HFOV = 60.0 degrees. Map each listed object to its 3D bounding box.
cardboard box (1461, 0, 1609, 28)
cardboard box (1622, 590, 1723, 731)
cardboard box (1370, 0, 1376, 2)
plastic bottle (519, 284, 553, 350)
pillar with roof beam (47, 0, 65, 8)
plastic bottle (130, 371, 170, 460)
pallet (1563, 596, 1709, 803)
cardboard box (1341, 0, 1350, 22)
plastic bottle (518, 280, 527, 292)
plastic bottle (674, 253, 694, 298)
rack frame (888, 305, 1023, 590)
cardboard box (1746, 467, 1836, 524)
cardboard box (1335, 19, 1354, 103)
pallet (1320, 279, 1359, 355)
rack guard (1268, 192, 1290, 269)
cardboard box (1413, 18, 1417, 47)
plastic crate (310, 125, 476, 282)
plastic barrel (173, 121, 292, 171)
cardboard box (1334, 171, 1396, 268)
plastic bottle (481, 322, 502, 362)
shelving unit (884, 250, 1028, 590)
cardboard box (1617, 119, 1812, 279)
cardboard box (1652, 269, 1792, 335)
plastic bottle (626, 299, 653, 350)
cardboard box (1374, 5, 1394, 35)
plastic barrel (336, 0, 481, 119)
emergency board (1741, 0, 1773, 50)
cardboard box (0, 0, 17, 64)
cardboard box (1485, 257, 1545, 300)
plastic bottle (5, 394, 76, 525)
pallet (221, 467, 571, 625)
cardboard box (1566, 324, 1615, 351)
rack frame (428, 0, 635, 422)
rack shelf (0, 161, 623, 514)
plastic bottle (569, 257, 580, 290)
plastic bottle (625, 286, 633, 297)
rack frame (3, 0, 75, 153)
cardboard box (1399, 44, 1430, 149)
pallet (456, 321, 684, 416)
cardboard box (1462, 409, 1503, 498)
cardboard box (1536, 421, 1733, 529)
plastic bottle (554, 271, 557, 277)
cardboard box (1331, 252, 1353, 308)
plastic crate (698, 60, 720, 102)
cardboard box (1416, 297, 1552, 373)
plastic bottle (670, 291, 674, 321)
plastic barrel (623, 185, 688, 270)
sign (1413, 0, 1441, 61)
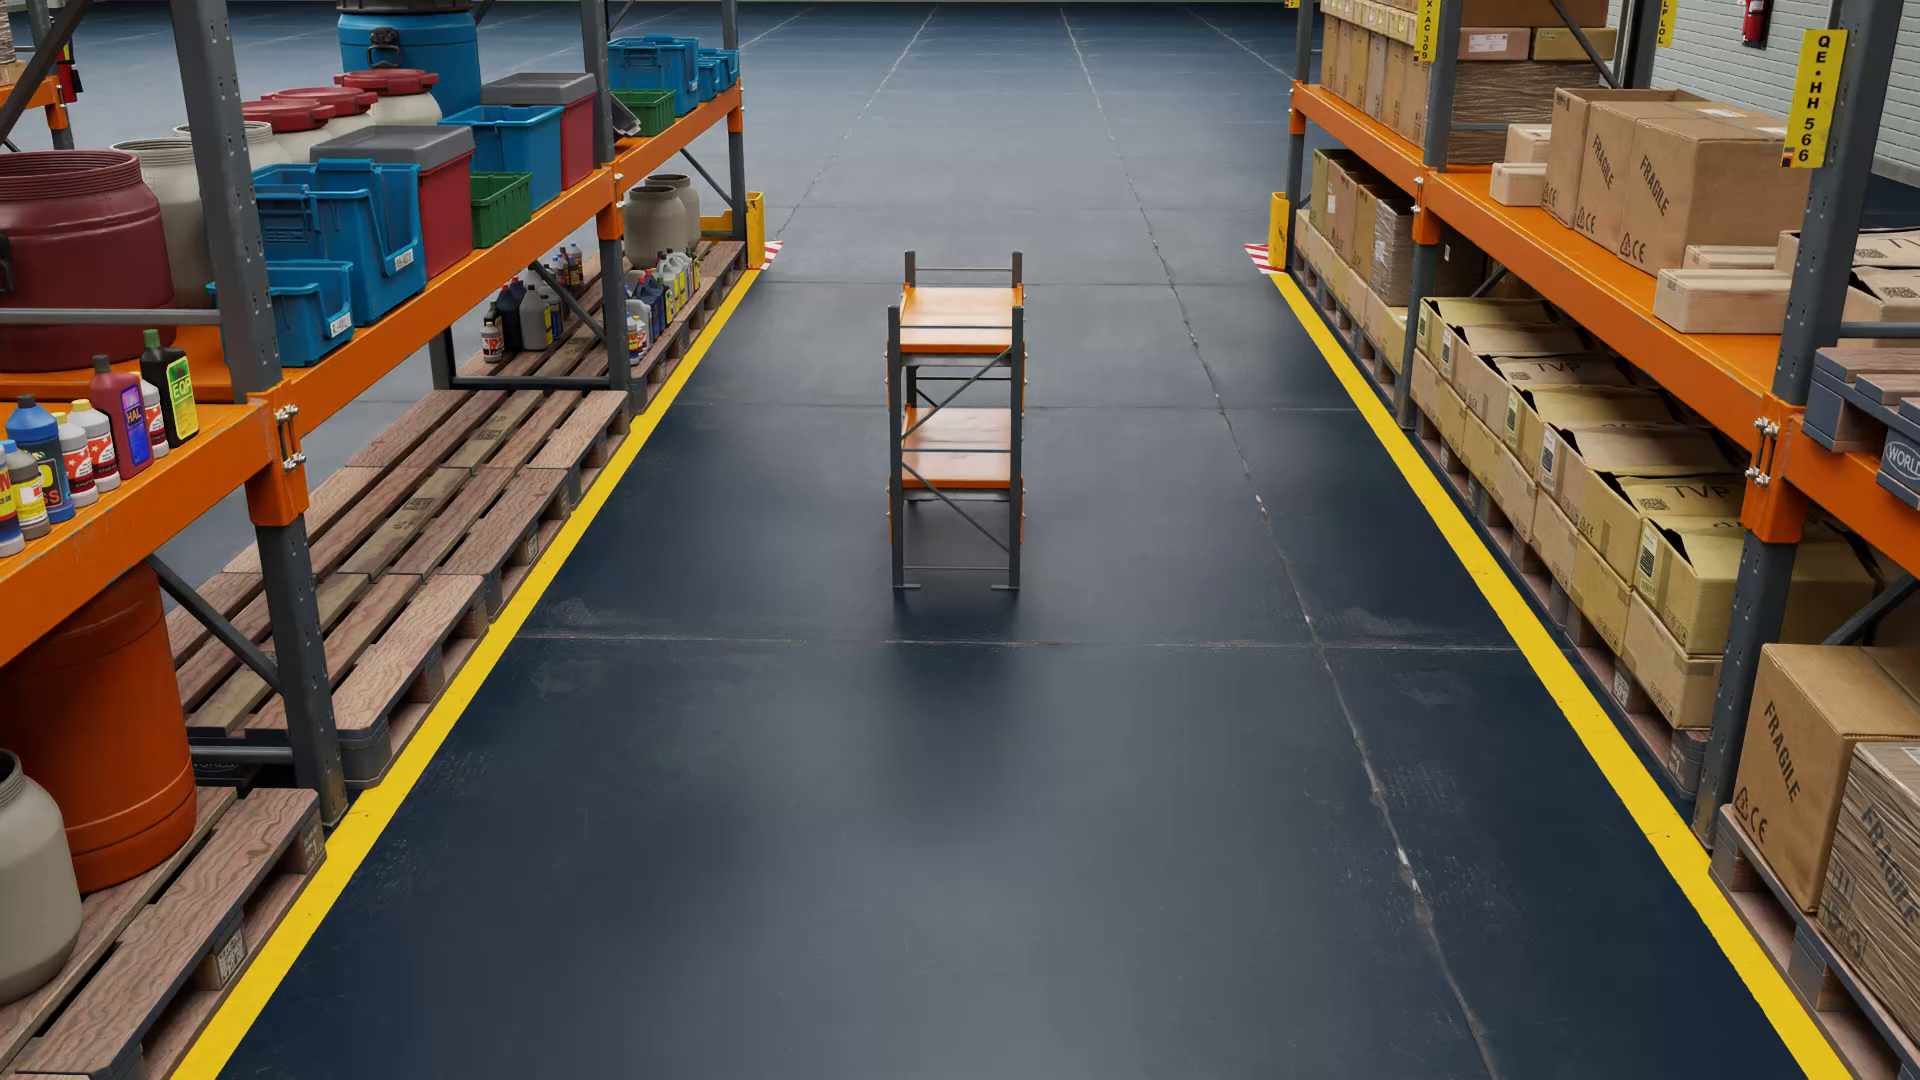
[{"bbox_3d":[2.756,-2.782,8.121,0.700,0.500,0.500,1,21,2],"label":"cardboard box"},{"bbox_3d":[2.399,0.369,5.152,0.500,0.250,0.500,1,21,3],"label":"cardboard box"},{"bbox_3d":[2.816,-3.508,9.991,0.700,0.500,0.500,1,21,2],"label":"cardboard box"},{"bbox_3d":[-2.327,-1.231,9.108,0.144,0.351,0.185,1,21,2],"label":"plastic bottle"},{"bbox_3d":[-17.605,-17.044,38.516,9.100,9.000,0.400,1,21,2],"label":"pillar with roof beam"},{"bbox_3d":[-1.932,-0.295,3.917,0.097,0.201,0.097,0,21,0],"label":"plastic bottle"},{"bbox_3d":[2.691,0.479,5.504,1.003,0.211,1.213,1,21,2],"label":"pallet"},{"bbox_3d":[2.619,-3.349,10.479,0.380,0.149,0.250,0,21,1],"label":"cardboard box"},{"bbox_3d":[-2.502,-1.330,9.456,0.061,0.283,0.133,2,21,5],"label":"plastic bottle"},{"bbox_3d":[-1.734,-1.648,10.287,0.152,0.276,0.135,1,21,2],"label":"plastic bottle"},{"bbox_3d":[-0.016,-0.338,6.345,0.500,1.125,0.032,1,21,2],"label":"rack frame"},{"bbox_3d":[2.944,-0.076,5.523,0.500,0.311,0.500,0,21,0],"label":"cardboard box"},{"bbox_3d":[2.832,-3.105,10.746,0.700,0.500,0.500,1,21,3],"label":"cardboard box"},{"bbox_3d":[2.849,-1.400,10.345,1.003,0.211,1.213,1,21,2],"label":"pallet"},{"bbox_3d":[2.871,-2.260,12.162,1.175,0.500,0.348,1,21,2],"label":"rack guard"},{"bbox_3d":[2.558,-2.604,8.559,0.380,0.149,0.250,0,21,0],"label":"cardboard box"},{"bbox_3d":[-1.969,-1.191,5.863,0.402,0.464,0.583,1,21,2],"label":"plastic crate"},{"bbox_3d":[-2.494,-1.159,5.714,0.421,0.512,0.421,0,21,0],"label":"plastic barrel"},{"bbox_3d":[2.583,-1.946,10.083,0.500,0.500,0.500,1,21,2],"label":"cardboard box"},{"bbox_3d":[-2.503,-1.061,8.878,0.097,0.201,0.097,0,21,0],"label":"plastic bottle"},{"bbox_3d":[0.000,-0.522,6.819,0.538,1.125,1.048,1,21,2],"label":"shelving unit"},{"bbox_3d":[2.661,-1.178,5.779,0.500,0.500,0.500,0,21,-1],"label":"cardboard box"},{"bbox_3d":[2.378,-0.735,5.124,0.380,0.149,0.250,1,21,2],"label":"cardboard box"},{"bbox_3d":[-1.772,-1.189,9.104,0.152,0.276,0.135,1,21,4],"label":"plastic bottle"},{"bbox_3d":[2.588,-2.975,9.515,0.380,0.149,0.250,1,21,3],"label":"cardboard box"},{"bbox_3d":[-2.517,-2.124,7.662,0.600,0.901,0.708,1,21,2],"label":"plastic barrel"},{"bbox_3d":[8.961,-6.163,18.767,0.194,1.169,0.643,1,21,2],"label":"emergency board"},{"bbox_3d":[-7.076,-3.514,11.389,0.875,0.500,0.500,1,21,2],"label":"cardboard box"},{"bbox_3d":[3.075,-1.398,8.670,0.500,0.500,0.500,1,21,2],"label":"cardboard box"},{"bbox_3d":[-1.945,-0.174,3.508,0.097,0.271,0.097,0,21,0],"label":"plastic bottle"},{"bbox_3d":[-2.222,0.000,6.736,1.003,0.211,1.213,1,21,2],"label":"pallet"},{"bbox_3d":[3.013,-0.808,7.410,0.500,0.311,0.500,1,21,3],"label":"cardboard box"},{"bbox_3d":[-2.203,-2.026,8.104,1.000,3.000,0.127,1,21,2],"label":"rack frame"},{"bbox_3d":[-2.263,-0.968,6.371,1.077,0.370,4.000,1,21,2],"label":"rack shelf"},{"bbox_3d":[-2.451,-1.684,10.481,0.097,0.201,0.097,0,21,0],"label":"plastic bottle"},{"bbox_3d":[-1.879,-1.300,9.397,0.097,0.271,0.097,0,21,0],"label":"plastic bottle"},{"bbox_3d":[-7.032,-3.527,11.972,1.000,3.000,0.127,1,21,2],"label":"rack frame"},{"bbox_3d":[2.765,-2.368,8.848,0.700,0.500,0.500,0,21,1],"label":"cardboard box"},{"bbox_3d":[-2.140,-0.969,9.234,1.003,0.211,1.213,1,21,2],"label":"pallet"},{"bbox_3d":[2.459,-0.369,7.054,0.500,0.250,0.500,0,21,0],"label":"cardboard box"},{"bbox_3d":[2.424,-0.262,6.003,0.500,0.311,0.500,0,21,1],"label":"cardboard box"},{"bbox_3d":[-2.464,-1.525,10.073,0.097,0.201,0.097,0,21,0],"label":"plastic bottle"},{"bbox_3d":[2.584,-1.597,10.218,0.500,0.250,0.500,1,21,2],"label":"cardboard box"},{"bbox_3d":[-1.822,-2.984,10.779,0.499,0.251,0.408,1,21,2],"label":"plastic crate"},{"bbox_3d":[2.487,-0.999,7.902,0.500,0.311,0.500,1,21,2],"label":"cardboard box"},{"bbox_3d":[-1.725,-1.384,9.711,0.097,0.201,0.097,0,21,0],"label":"plastic bottle"},{"bbox_3d":[-2.040,-2.088,11.123,0.421,0.512,0.421,0,21,0],"label":"plastic barrel"},{"bbox_3d":[2.194,-2.416,7.804,0.100,0.325,0.005,1,21,2],"label":"sign"}]
